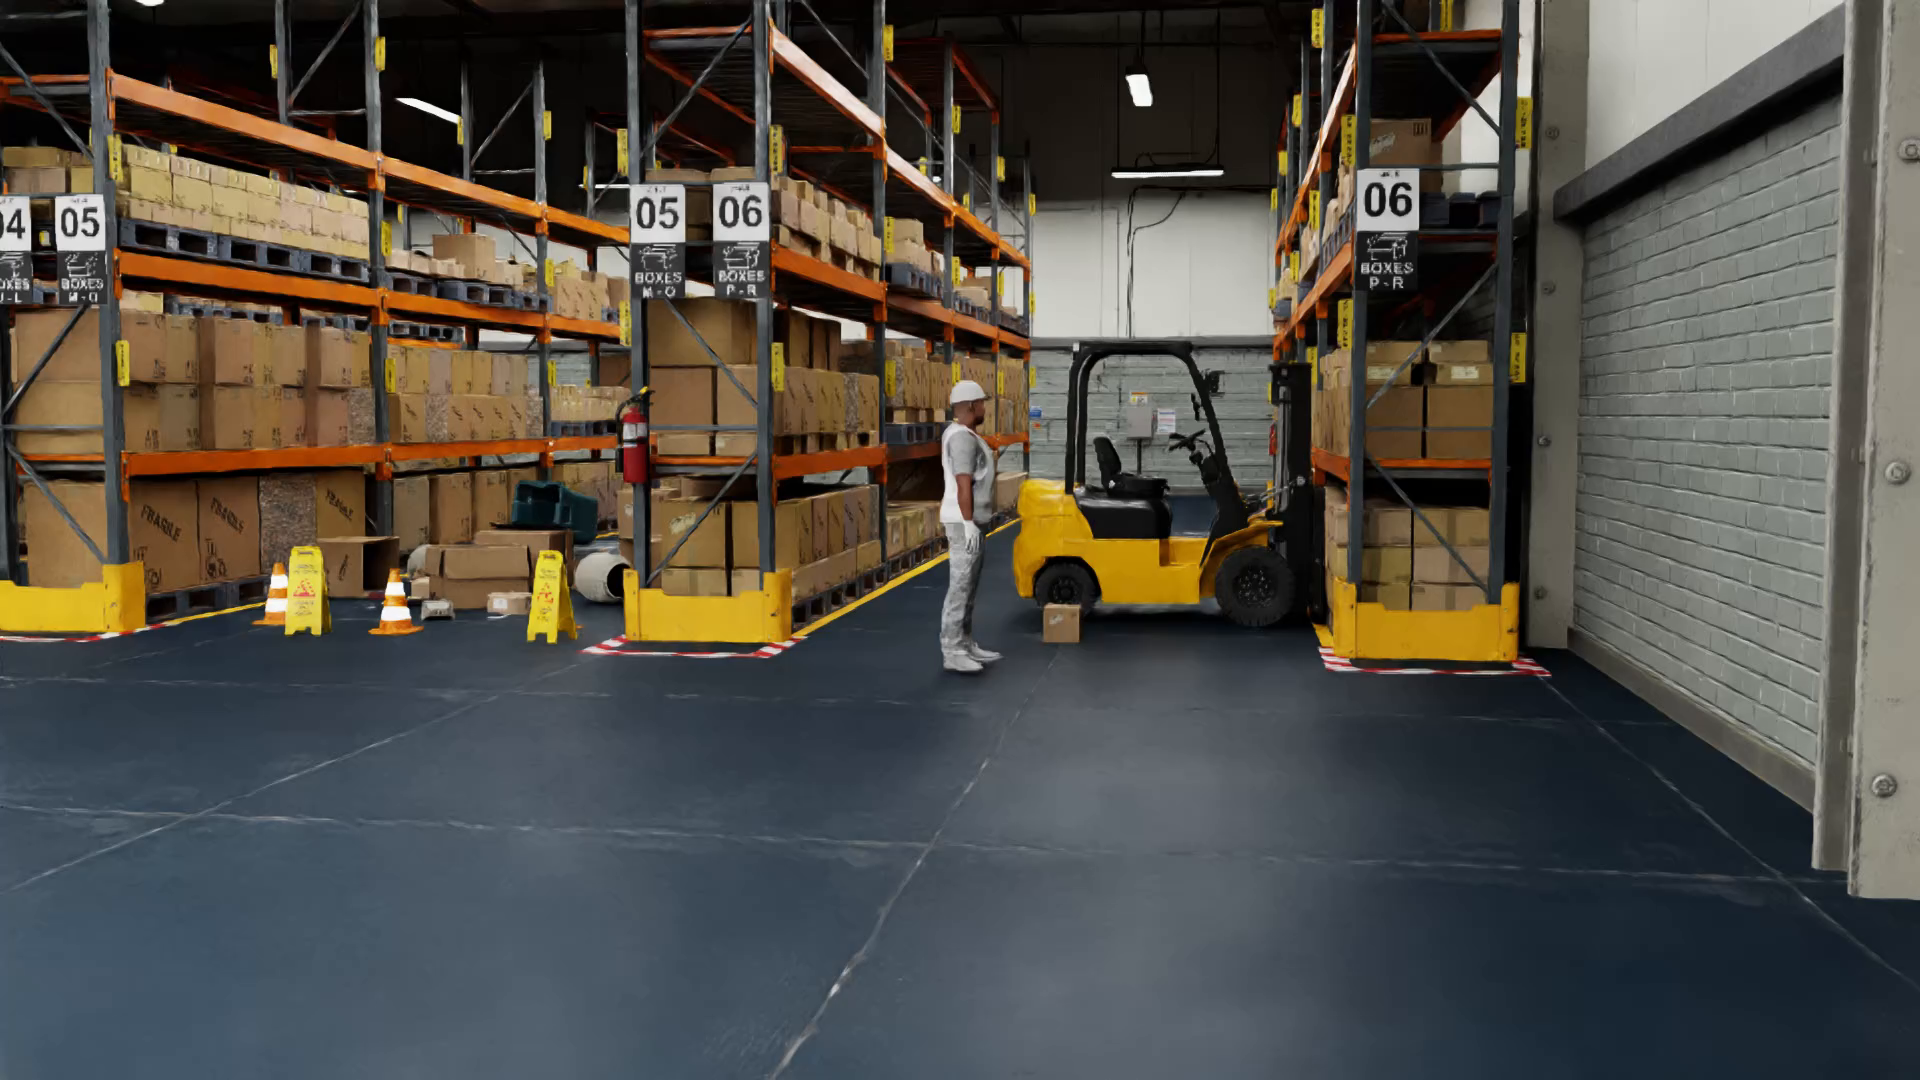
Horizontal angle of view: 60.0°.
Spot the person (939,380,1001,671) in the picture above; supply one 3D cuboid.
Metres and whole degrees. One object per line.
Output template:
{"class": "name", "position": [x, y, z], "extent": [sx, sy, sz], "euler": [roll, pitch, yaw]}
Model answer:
{"class": "person", "position": [0.061, -0.104, 10.422], "extent": [0.392, 1.792, 0.638], "euler": [0, 4, 1]}
